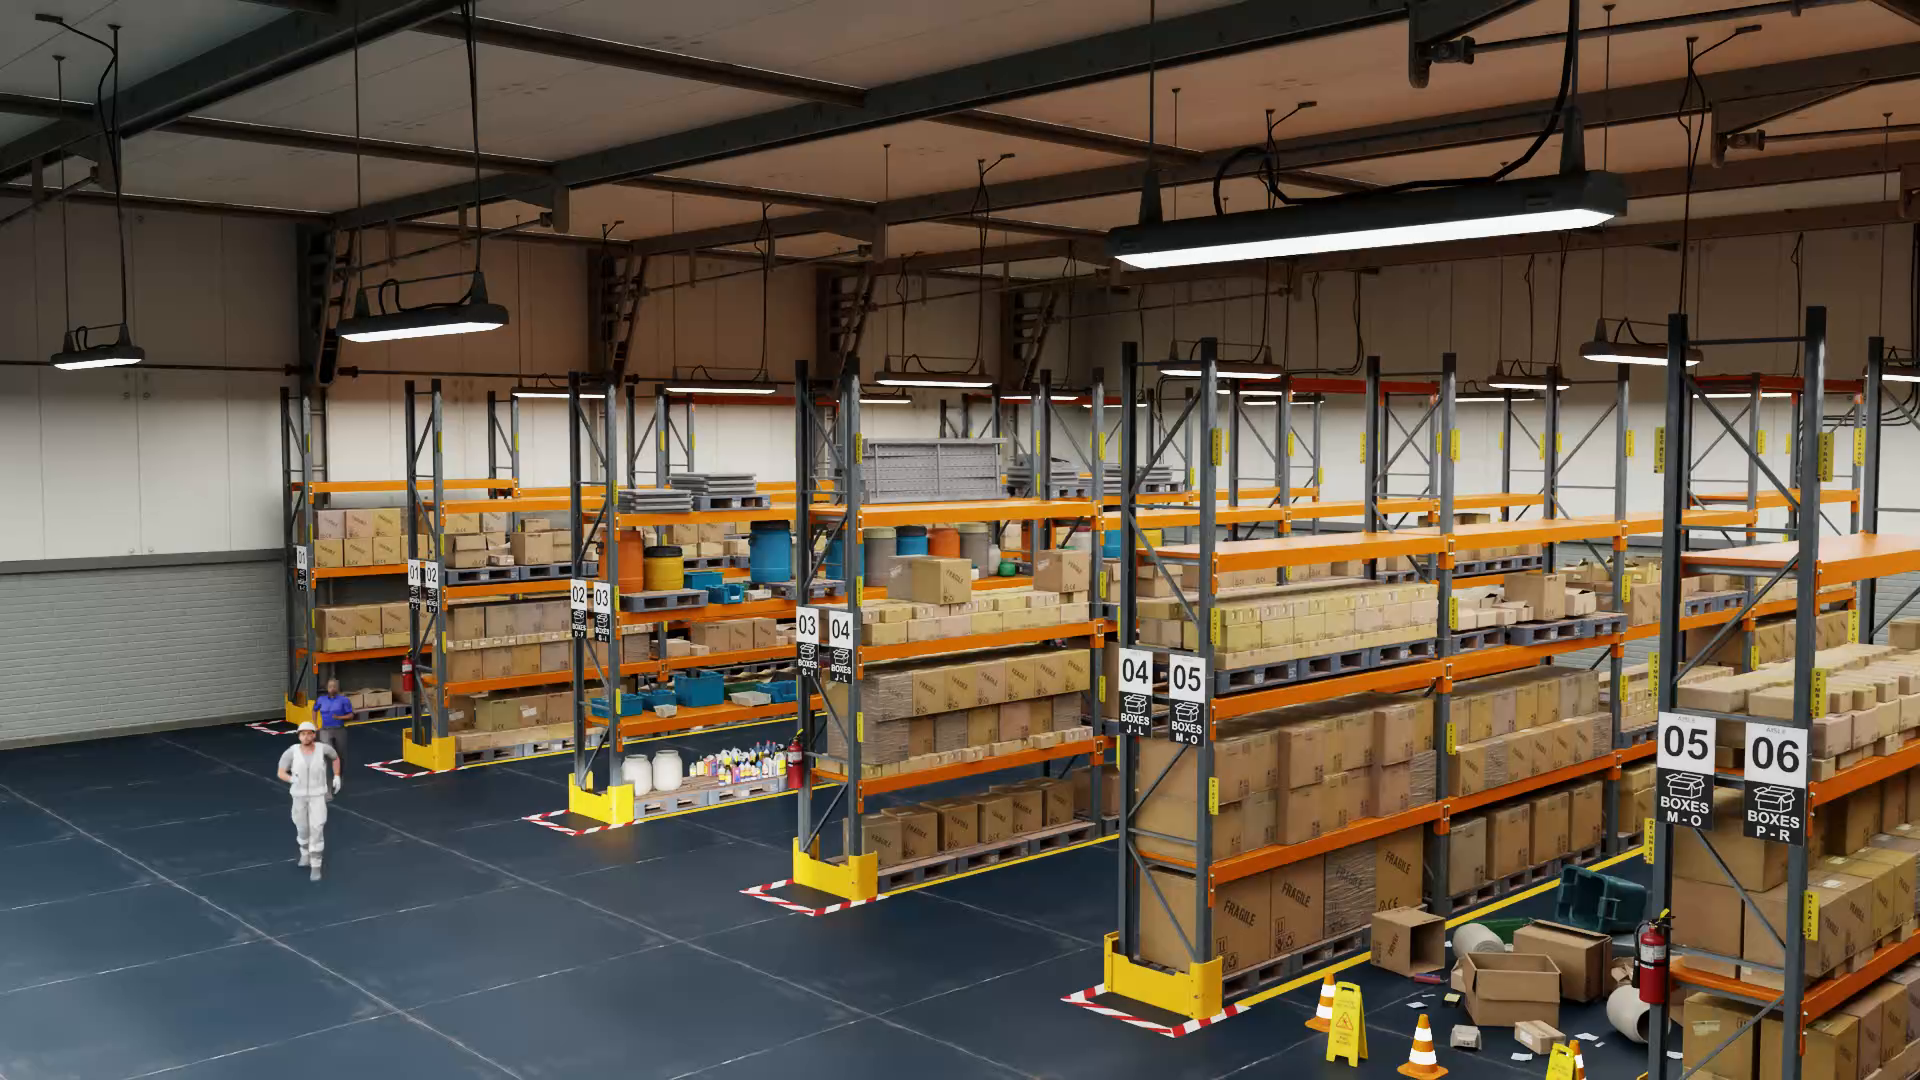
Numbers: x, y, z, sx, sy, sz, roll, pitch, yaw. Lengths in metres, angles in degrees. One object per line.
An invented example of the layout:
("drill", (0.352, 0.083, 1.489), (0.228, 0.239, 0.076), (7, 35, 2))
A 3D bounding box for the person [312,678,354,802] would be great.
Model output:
("person", (-8.938, 2.807, 23.716), (0.560, 1.686, 0.872), (-1, 4, -20))

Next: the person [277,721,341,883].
("person", (-7.617, 3.025, 19.476), (0.683, 1.844, 0.817), (-1, 4, -18))
